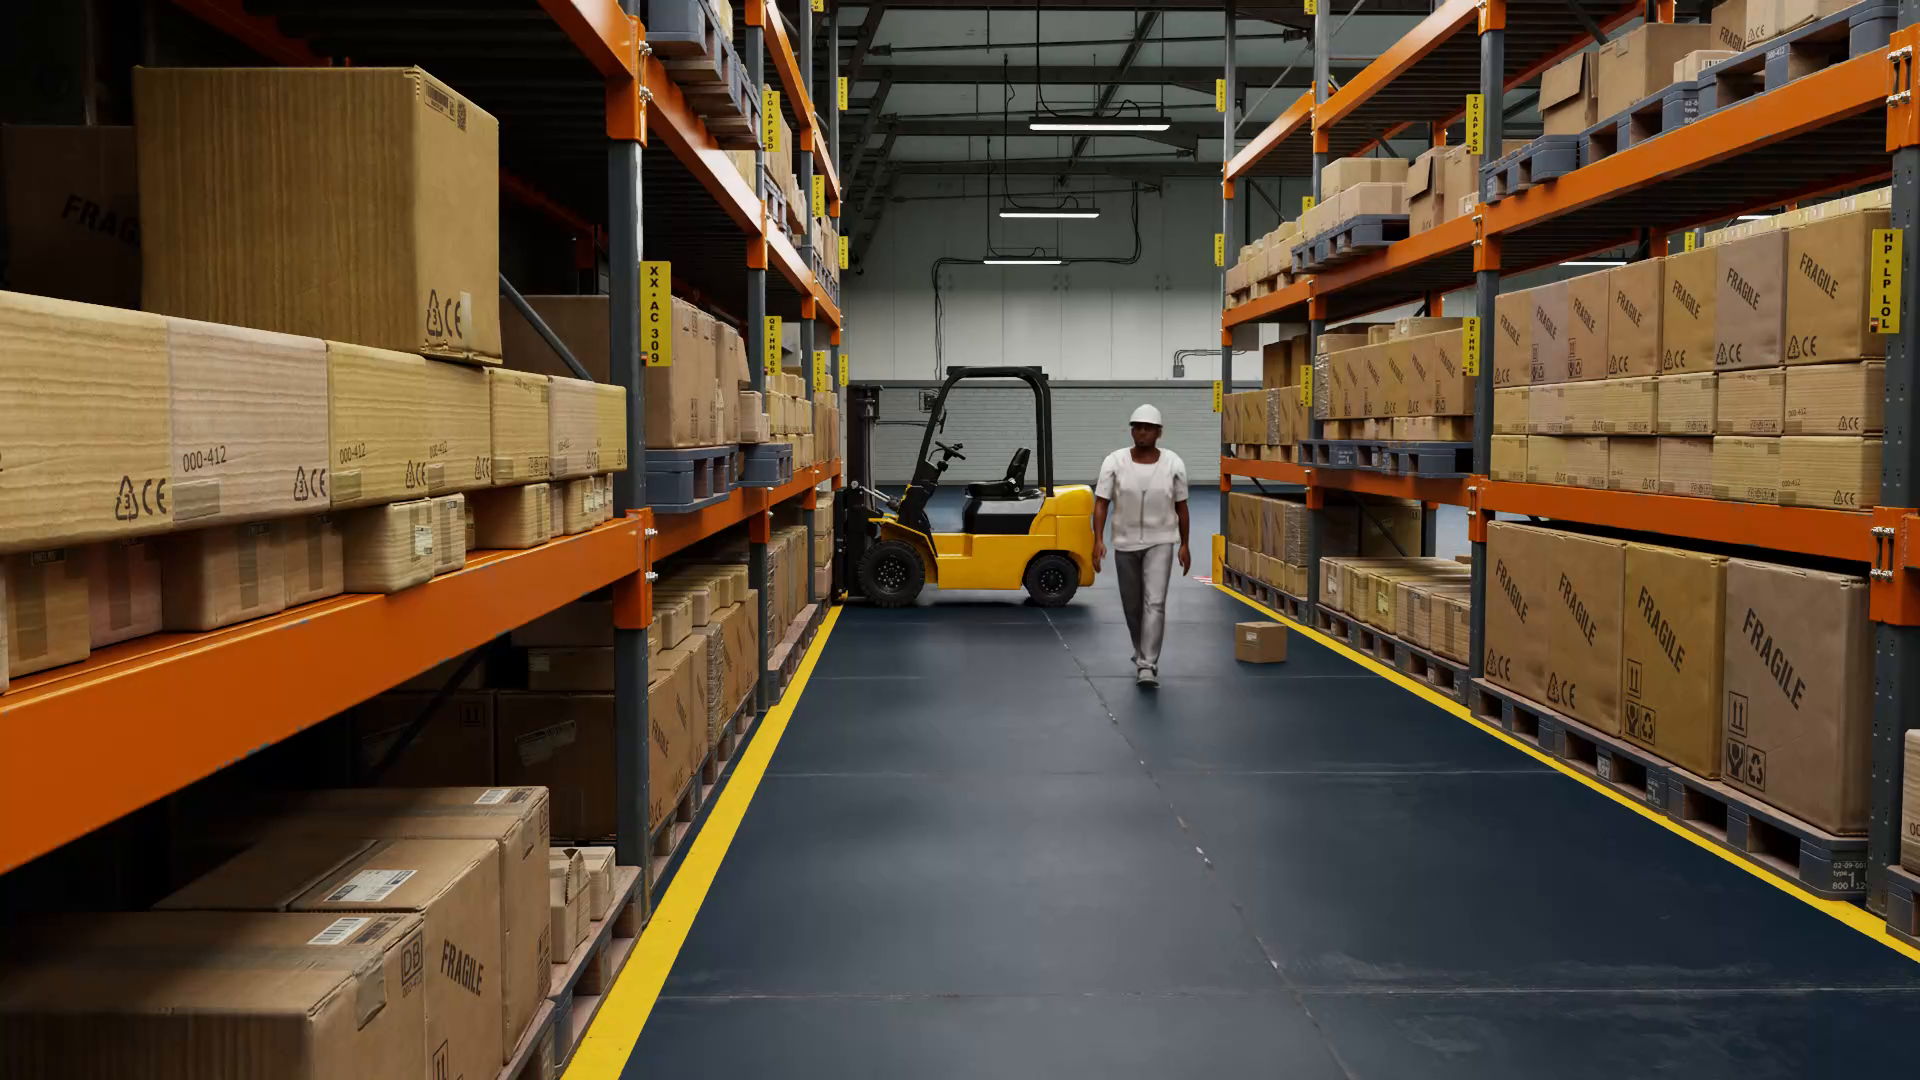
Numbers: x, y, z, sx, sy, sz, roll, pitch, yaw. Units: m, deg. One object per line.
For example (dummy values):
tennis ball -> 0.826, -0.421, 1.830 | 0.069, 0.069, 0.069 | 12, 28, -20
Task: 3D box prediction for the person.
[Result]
person -> 1.135, 0.021, 10.385 | 0.596, 1.726, 1.042 | 1, 4, 13
